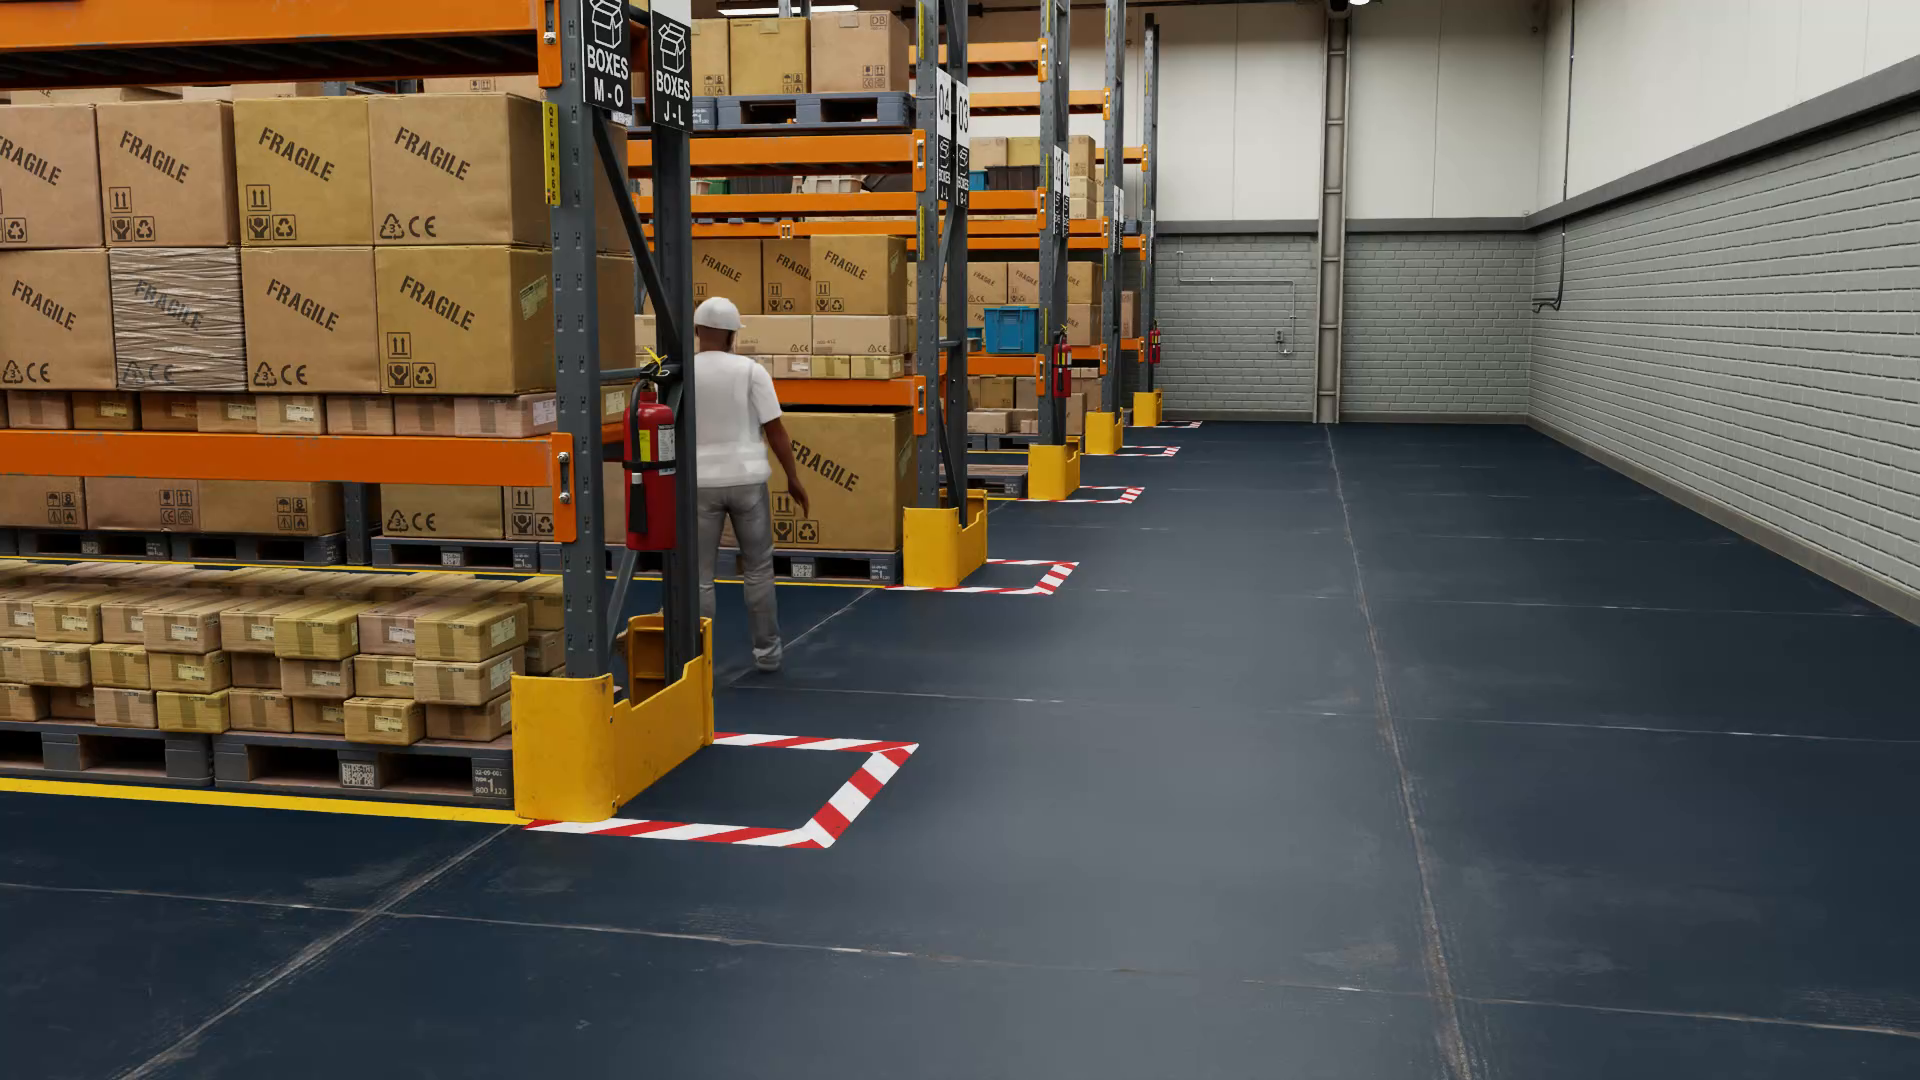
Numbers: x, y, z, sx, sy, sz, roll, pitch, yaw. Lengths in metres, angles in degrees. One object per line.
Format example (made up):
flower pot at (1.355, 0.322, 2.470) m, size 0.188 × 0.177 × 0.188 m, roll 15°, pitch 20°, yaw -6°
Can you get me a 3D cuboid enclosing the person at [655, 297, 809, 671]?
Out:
person at (-1.071, -0.246, 7.787) m, size 0.743 × 1.765 × 0.527 m, roll 0°, pitch 8°, yaw 0°
